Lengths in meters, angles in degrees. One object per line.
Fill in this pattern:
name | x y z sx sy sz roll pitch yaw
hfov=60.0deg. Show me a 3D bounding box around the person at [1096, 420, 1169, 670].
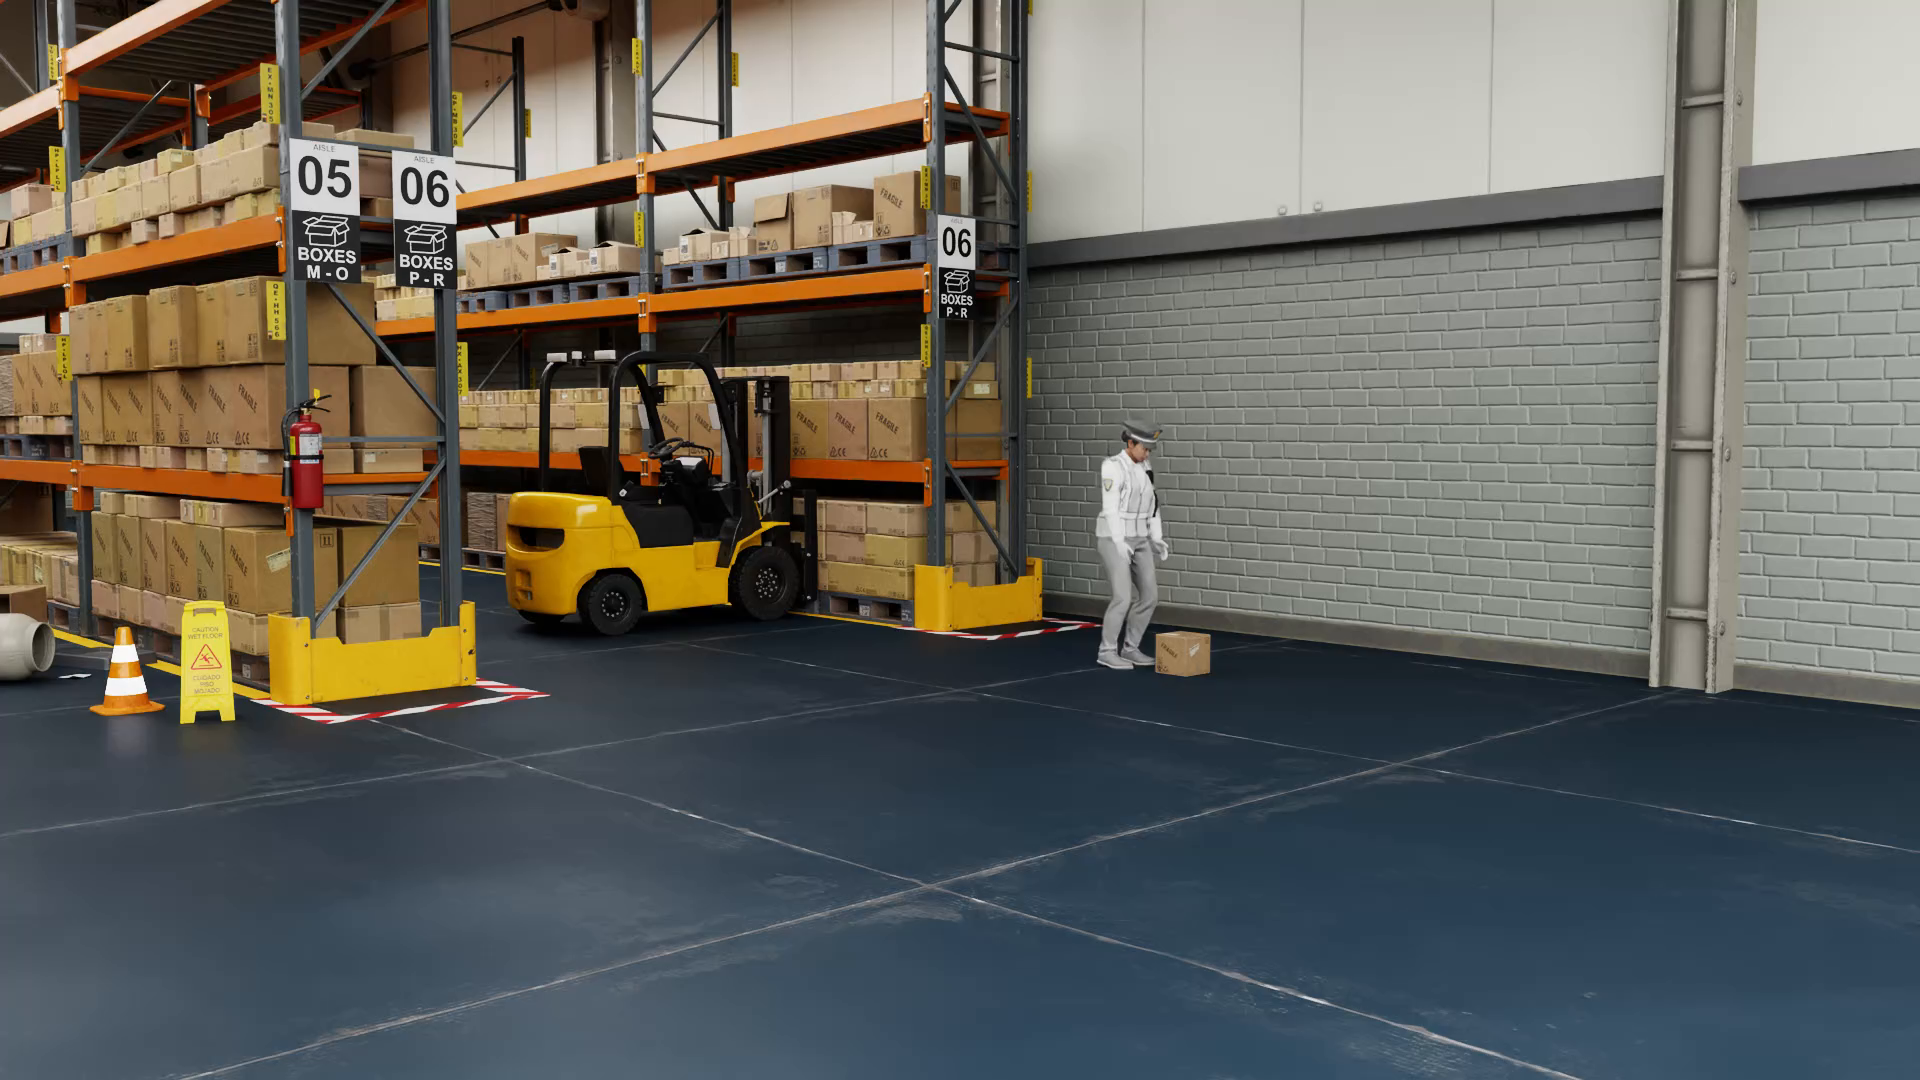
person | 1.137 0.025 10.985 0.496 1.635 0.428 -4 5 -42
